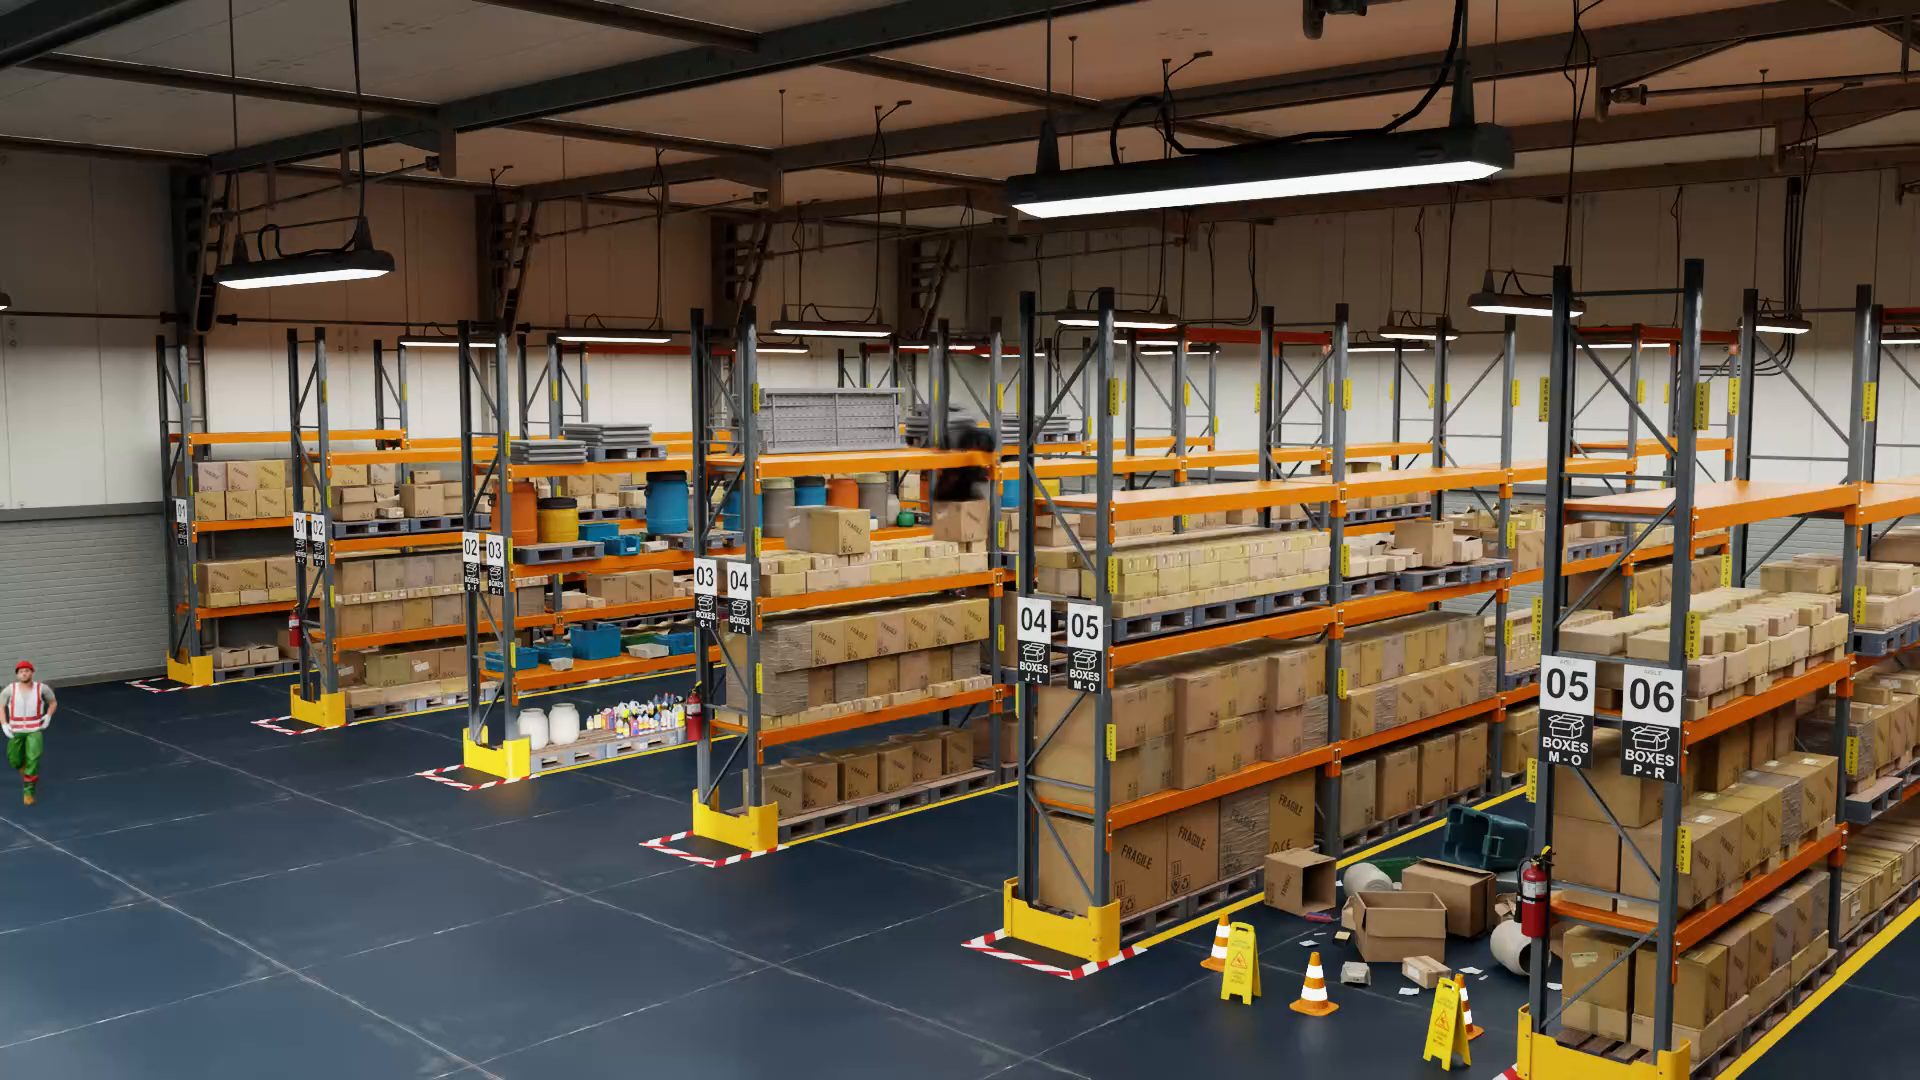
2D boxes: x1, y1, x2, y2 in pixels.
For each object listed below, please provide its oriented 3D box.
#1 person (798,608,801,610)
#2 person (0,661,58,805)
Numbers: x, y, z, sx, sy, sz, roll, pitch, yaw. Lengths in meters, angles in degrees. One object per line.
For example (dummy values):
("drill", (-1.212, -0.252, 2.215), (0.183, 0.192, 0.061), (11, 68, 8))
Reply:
("person", (-3.011, 1.480, 29.782), (0.686, 1.803, 0.988), (4, 7, 39))
("person", (-11.619, 2.370, 20.727), (0.654, 1.739, 0.868), (-2, 6, -21))
